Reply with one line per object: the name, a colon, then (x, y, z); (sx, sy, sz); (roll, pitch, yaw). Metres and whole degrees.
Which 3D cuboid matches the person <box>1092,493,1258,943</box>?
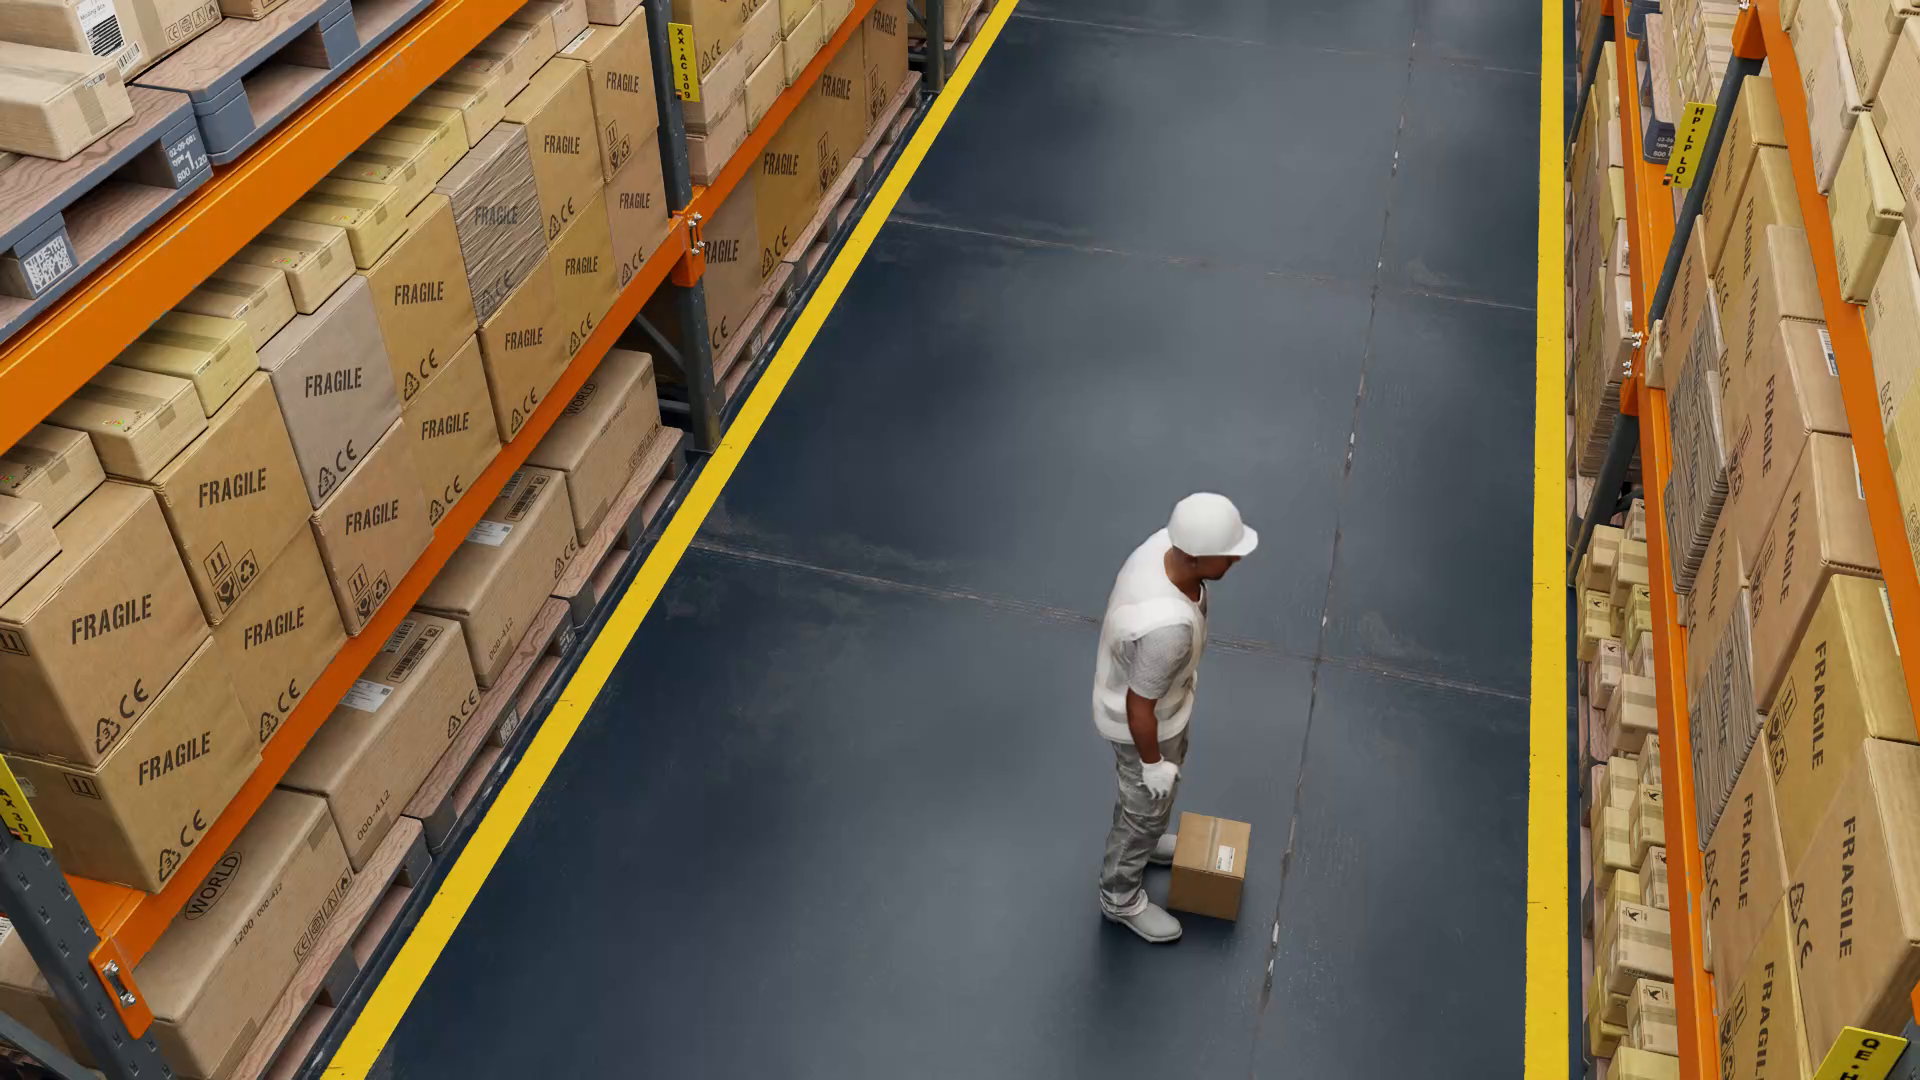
person: (0.669, 0.559, 5.499); (0.453, 1.773, 0.629); (9, 41, 10)
